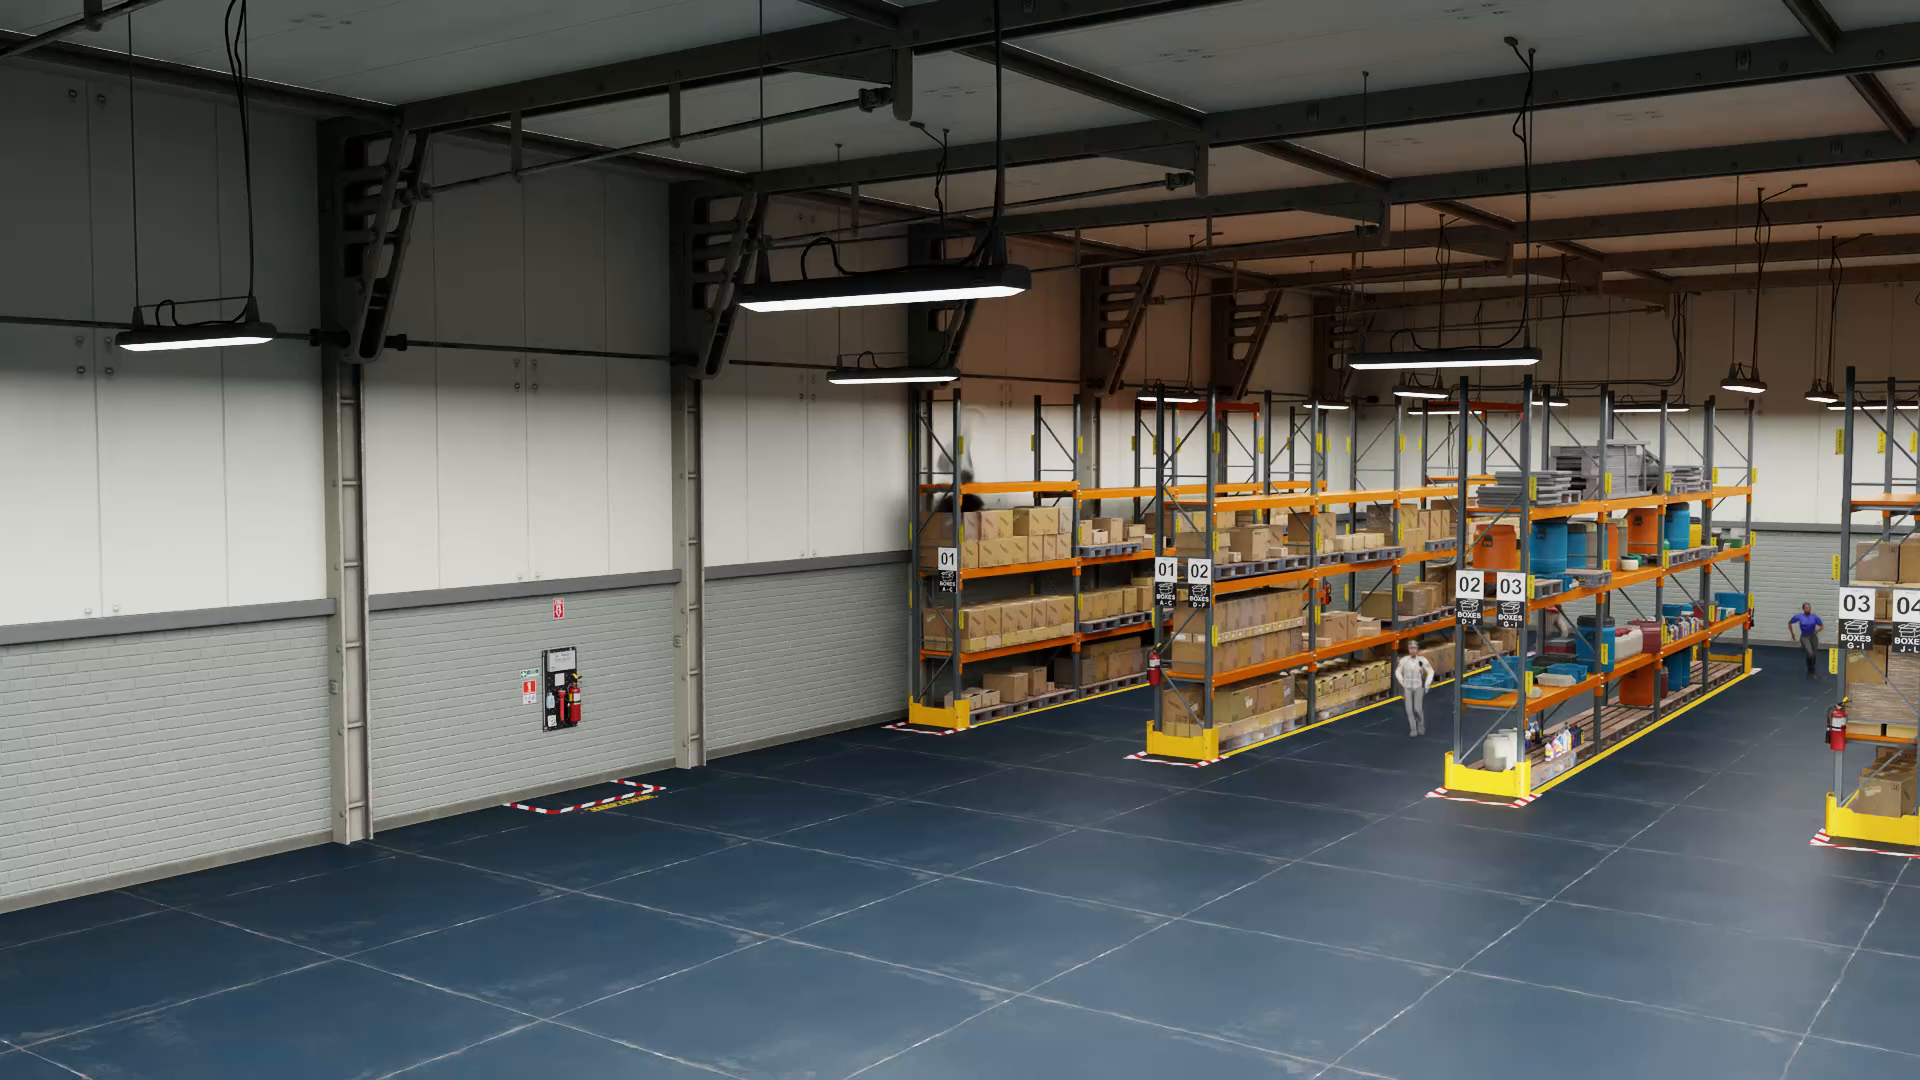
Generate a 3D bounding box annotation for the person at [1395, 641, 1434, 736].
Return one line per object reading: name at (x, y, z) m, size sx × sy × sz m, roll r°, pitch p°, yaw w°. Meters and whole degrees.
person at (7.750, 2.545, 28.461) m, size 0.631 × 1.651 × 0.537 m, roll 2°, pitch 4°, yaw 25°

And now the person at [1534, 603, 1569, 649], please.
person at (14.158, 1.883, 39.752) m, size 0.672 × 1.740 × 0.975 m, roll -2°, pitch 4°, yaw -26°

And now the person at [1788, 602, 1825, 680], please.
person at (18.160, 2.168, 35.655) m, size 0.639 × 1.670 × 0.708 m, roll 0°, pitch 3°, yaw 8°
